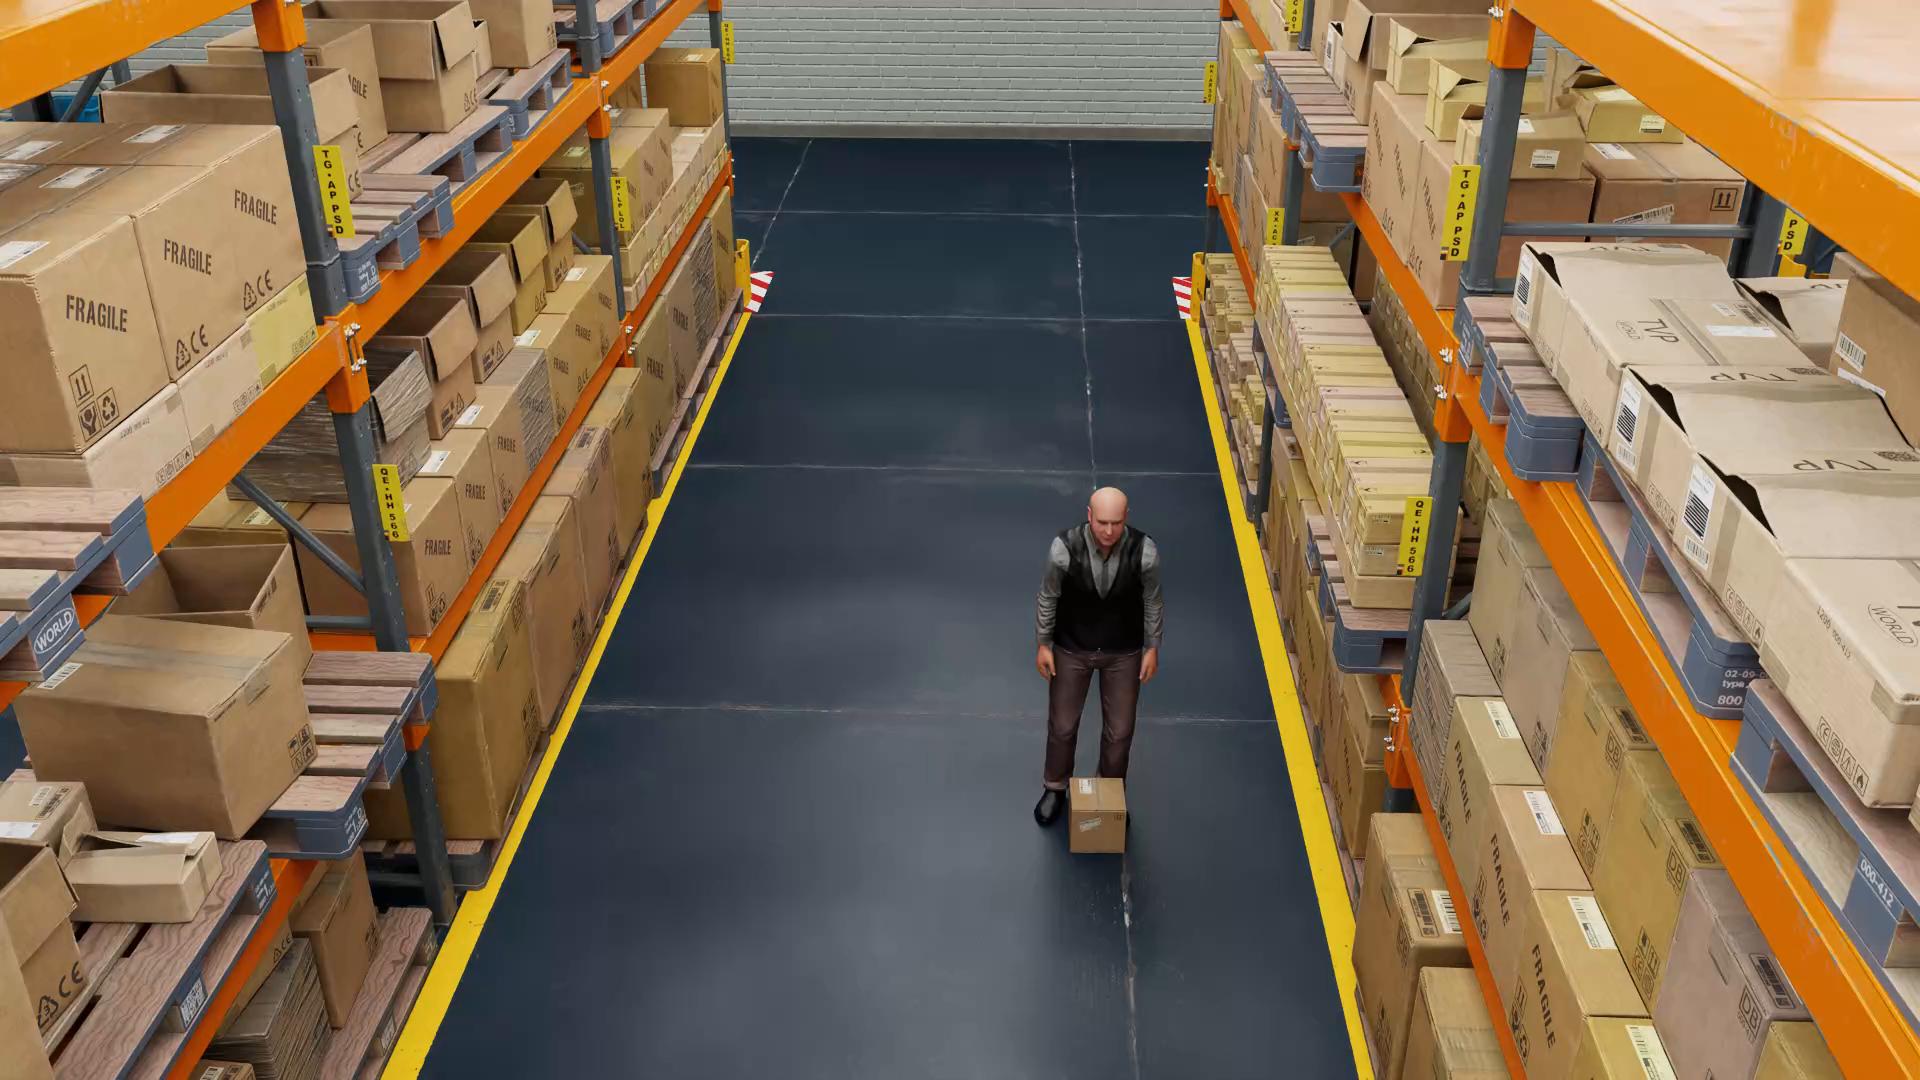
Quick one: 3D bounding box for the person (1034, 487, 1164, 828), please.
[{"bbox_3d":[0.635,0.517,7.666,0.581,1.721,0.462,1,28,2],"label":"person"}]
